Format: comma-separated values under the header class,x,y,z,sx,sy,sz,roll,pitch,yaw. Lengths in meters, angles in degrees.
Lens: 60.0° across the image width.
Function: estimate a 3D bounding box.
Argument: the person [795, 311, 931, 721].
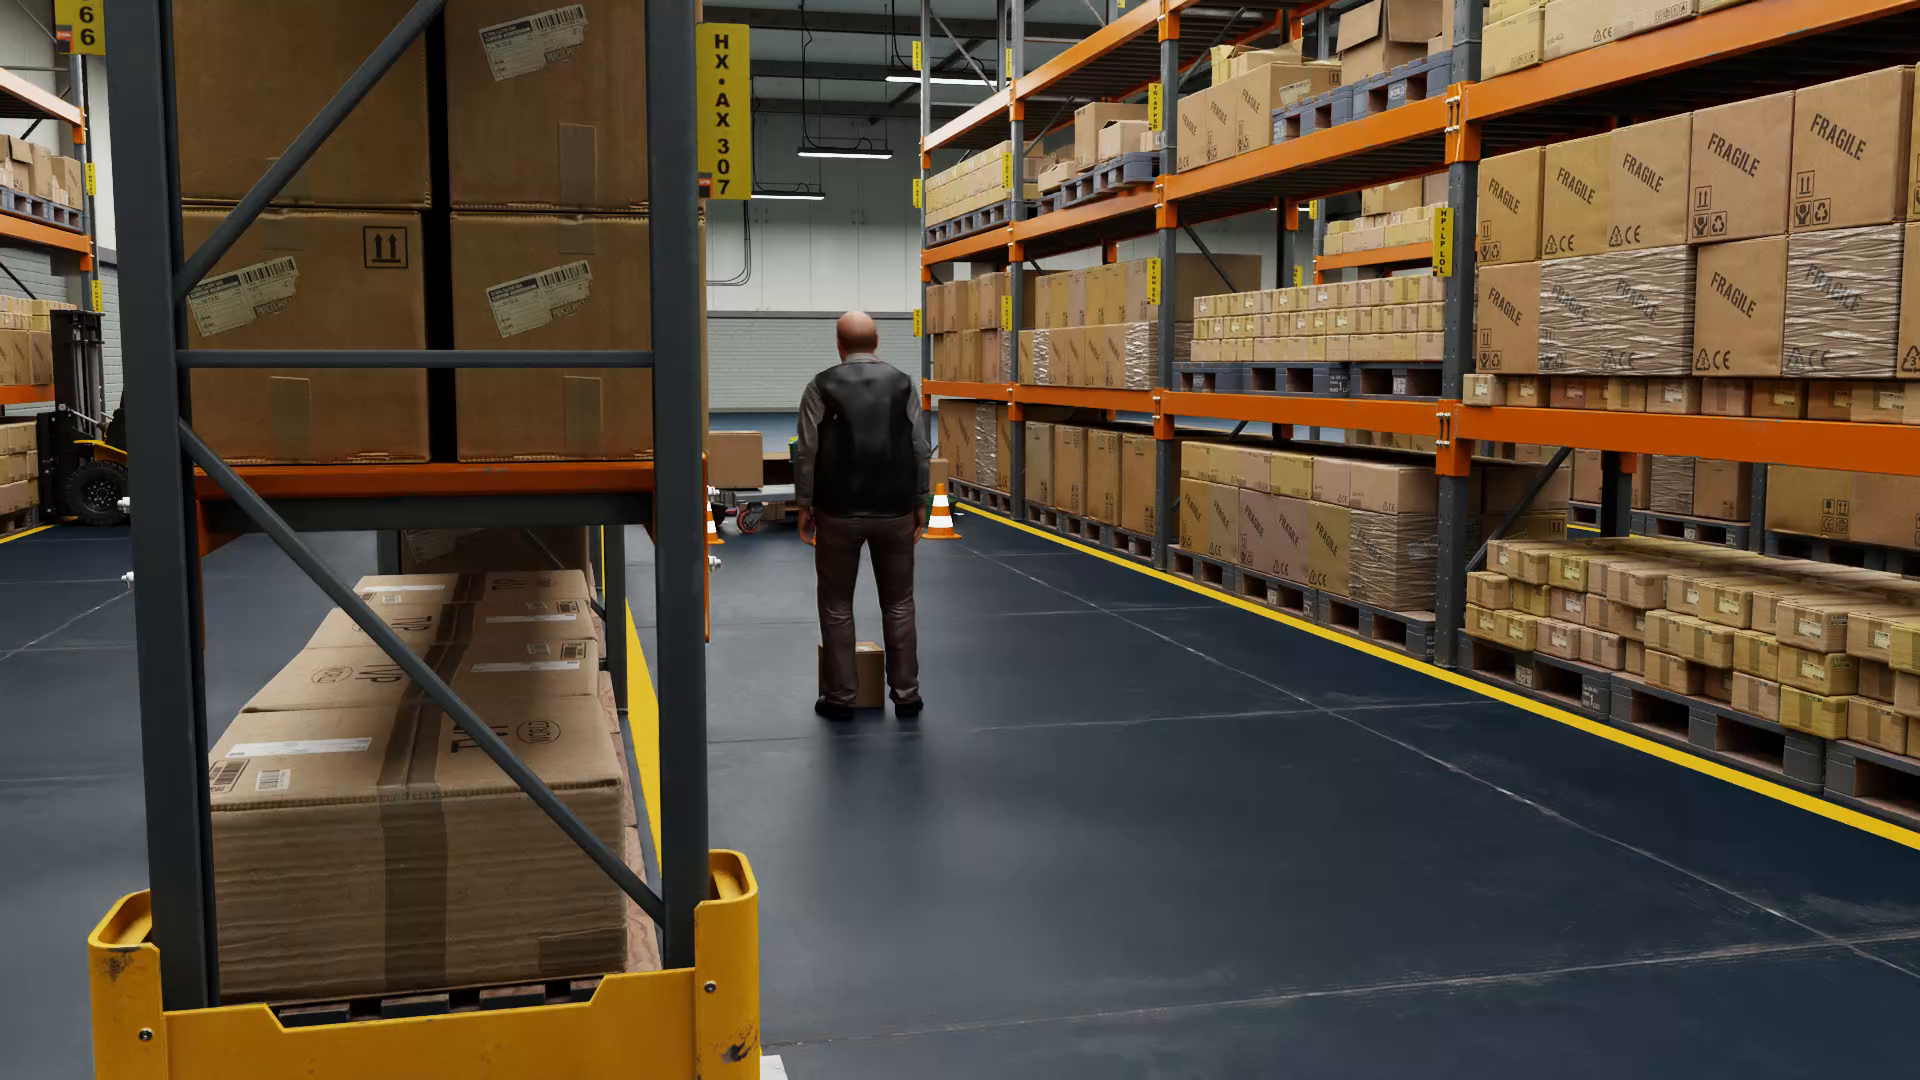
class,x,y,z,sx,sy,sz,roll,pitch,yaw
person,-0.411,-0.107,7.056,0.580,1.721,0.367,-1,6,-14
